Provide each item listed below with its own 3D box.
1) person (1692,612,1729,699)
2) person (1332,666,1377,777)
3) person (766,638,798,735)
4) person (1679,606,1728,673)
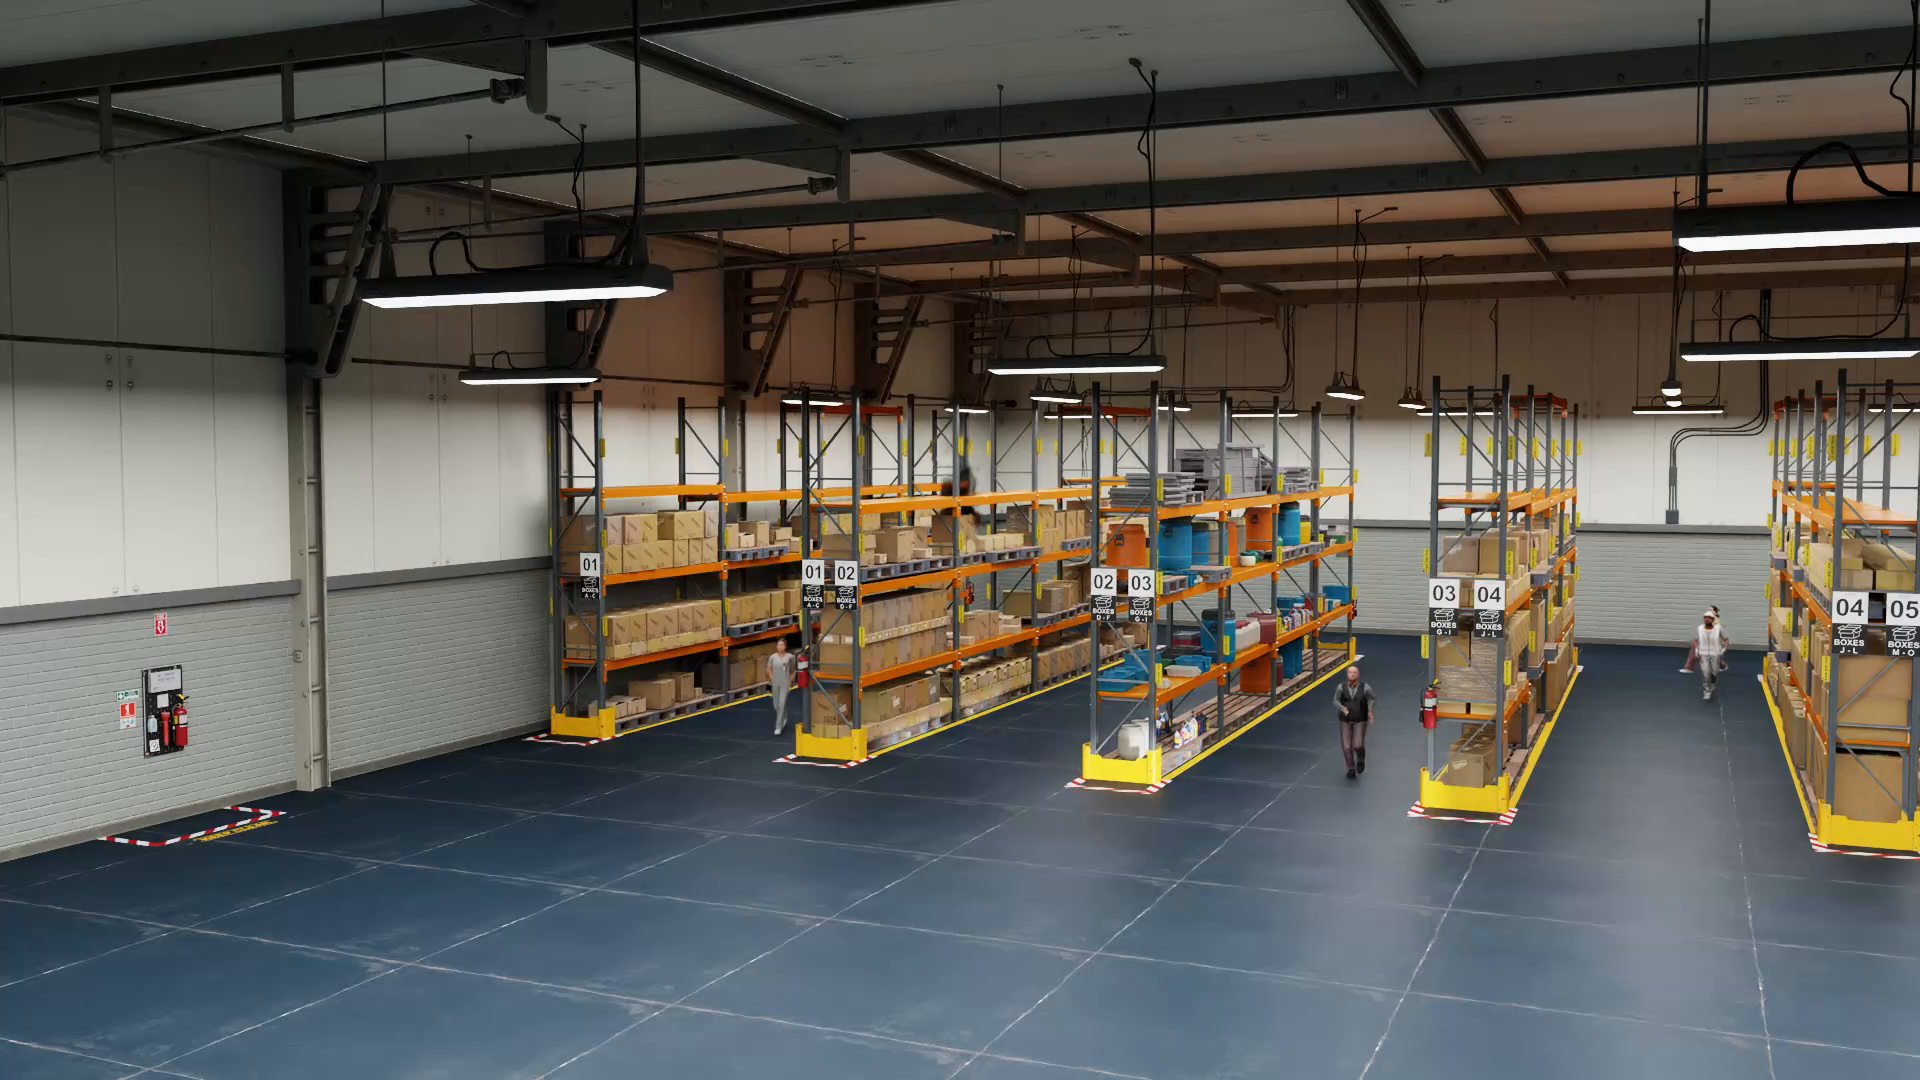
[{"bbox_3d":[14.998,2.300,33.259,0.676,1.748,0.576,2,4,30],"label":"person"},{"bbox_3d":[5.957,2.764,25.186,0.645,1.679,0.592,1,3,20],"label":"person"},{"bbox_3d":[-3.125,2.544,29.182,0.578,1.643,0.880,0,3,8],"label":"person"},{"bbox_3d":[16.513,2.206,36.636,1.054,1.521,0.659,-1,3,-10],"label":"person"}]
